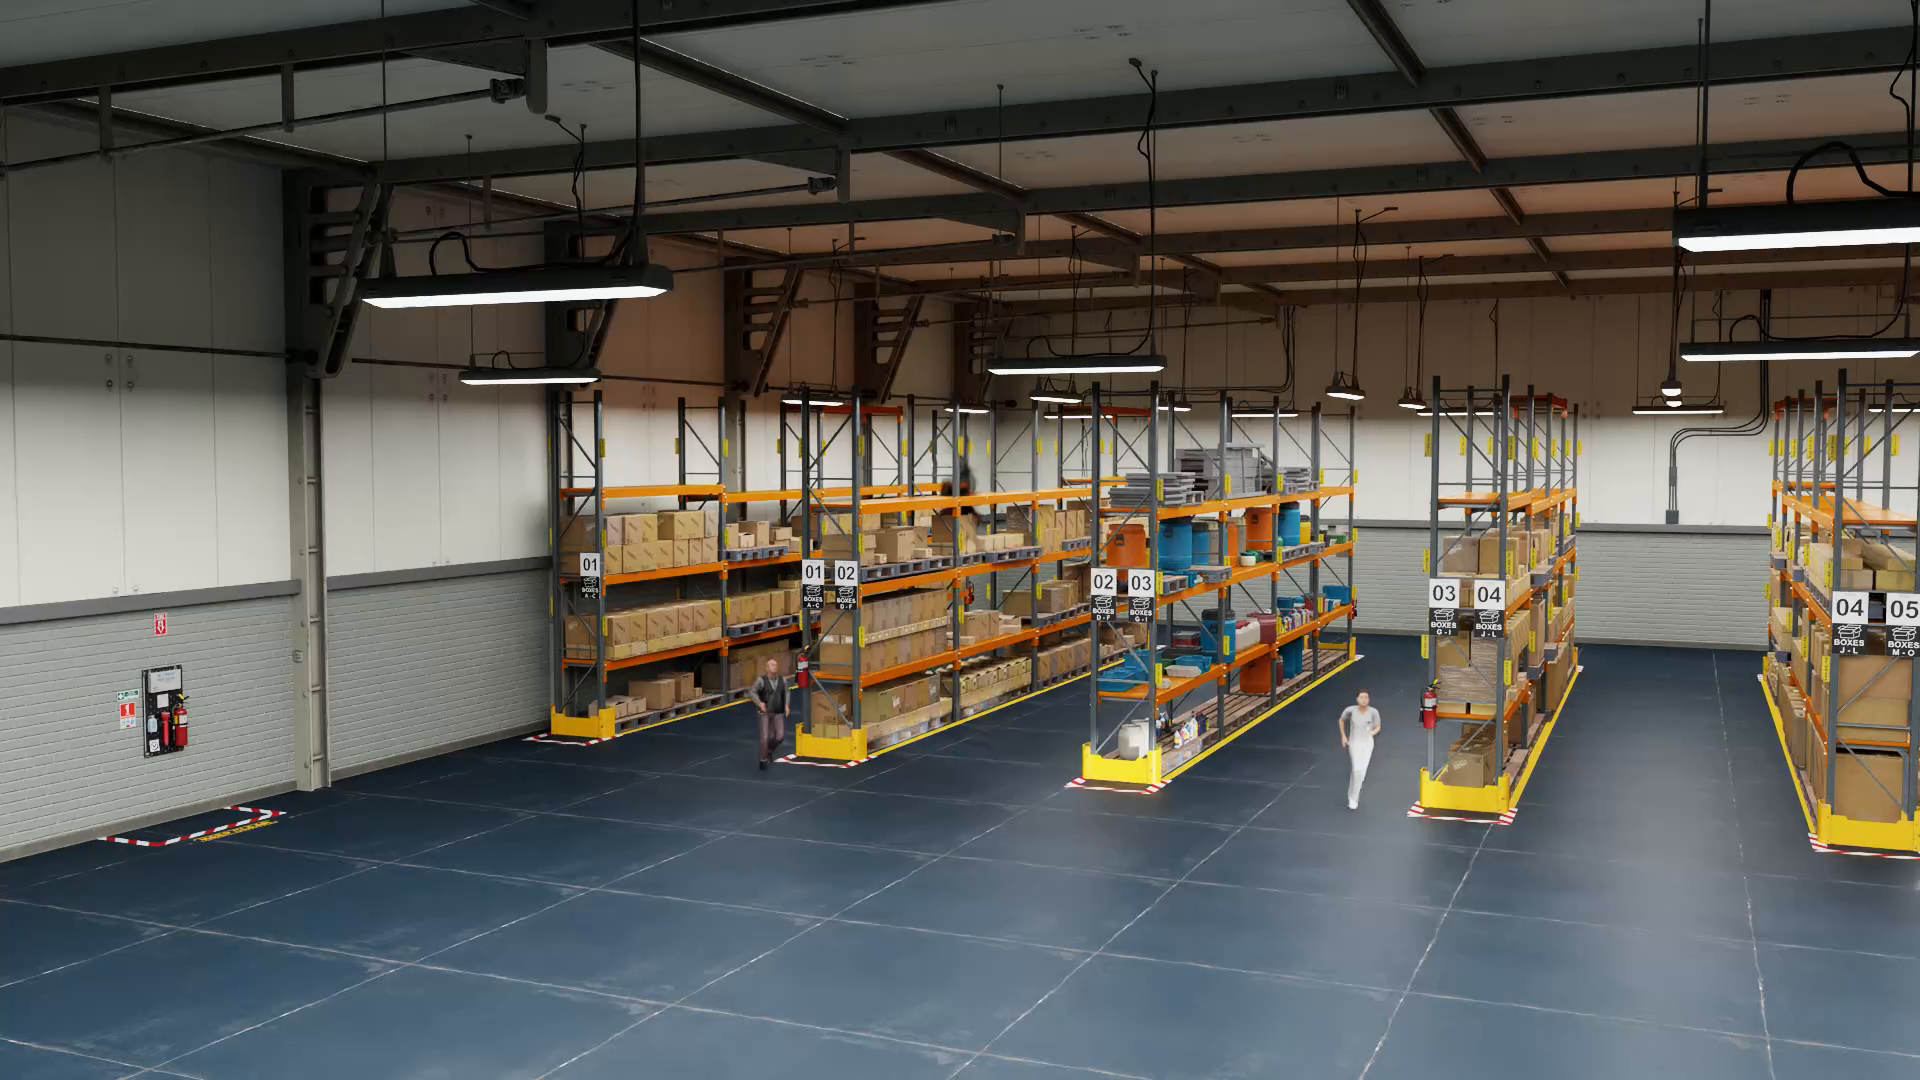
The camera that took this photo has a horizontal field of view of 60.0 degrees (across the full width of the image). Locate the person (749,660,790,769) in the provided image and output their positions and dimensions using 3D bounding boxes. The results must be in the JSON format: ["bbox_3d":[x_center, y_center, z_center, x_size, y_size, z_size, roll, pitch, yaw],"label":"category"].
[{"bbox_3d":[-2.932,2.729,26.002,0.687,1.690,0.512,-1,3,-22],"label":"person"}]

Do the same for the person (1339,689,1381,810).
[{"bbox_3d":[5.593,2.919,23.193,0.546,1.700,0.586,0,3,3],"label":"person"}]
